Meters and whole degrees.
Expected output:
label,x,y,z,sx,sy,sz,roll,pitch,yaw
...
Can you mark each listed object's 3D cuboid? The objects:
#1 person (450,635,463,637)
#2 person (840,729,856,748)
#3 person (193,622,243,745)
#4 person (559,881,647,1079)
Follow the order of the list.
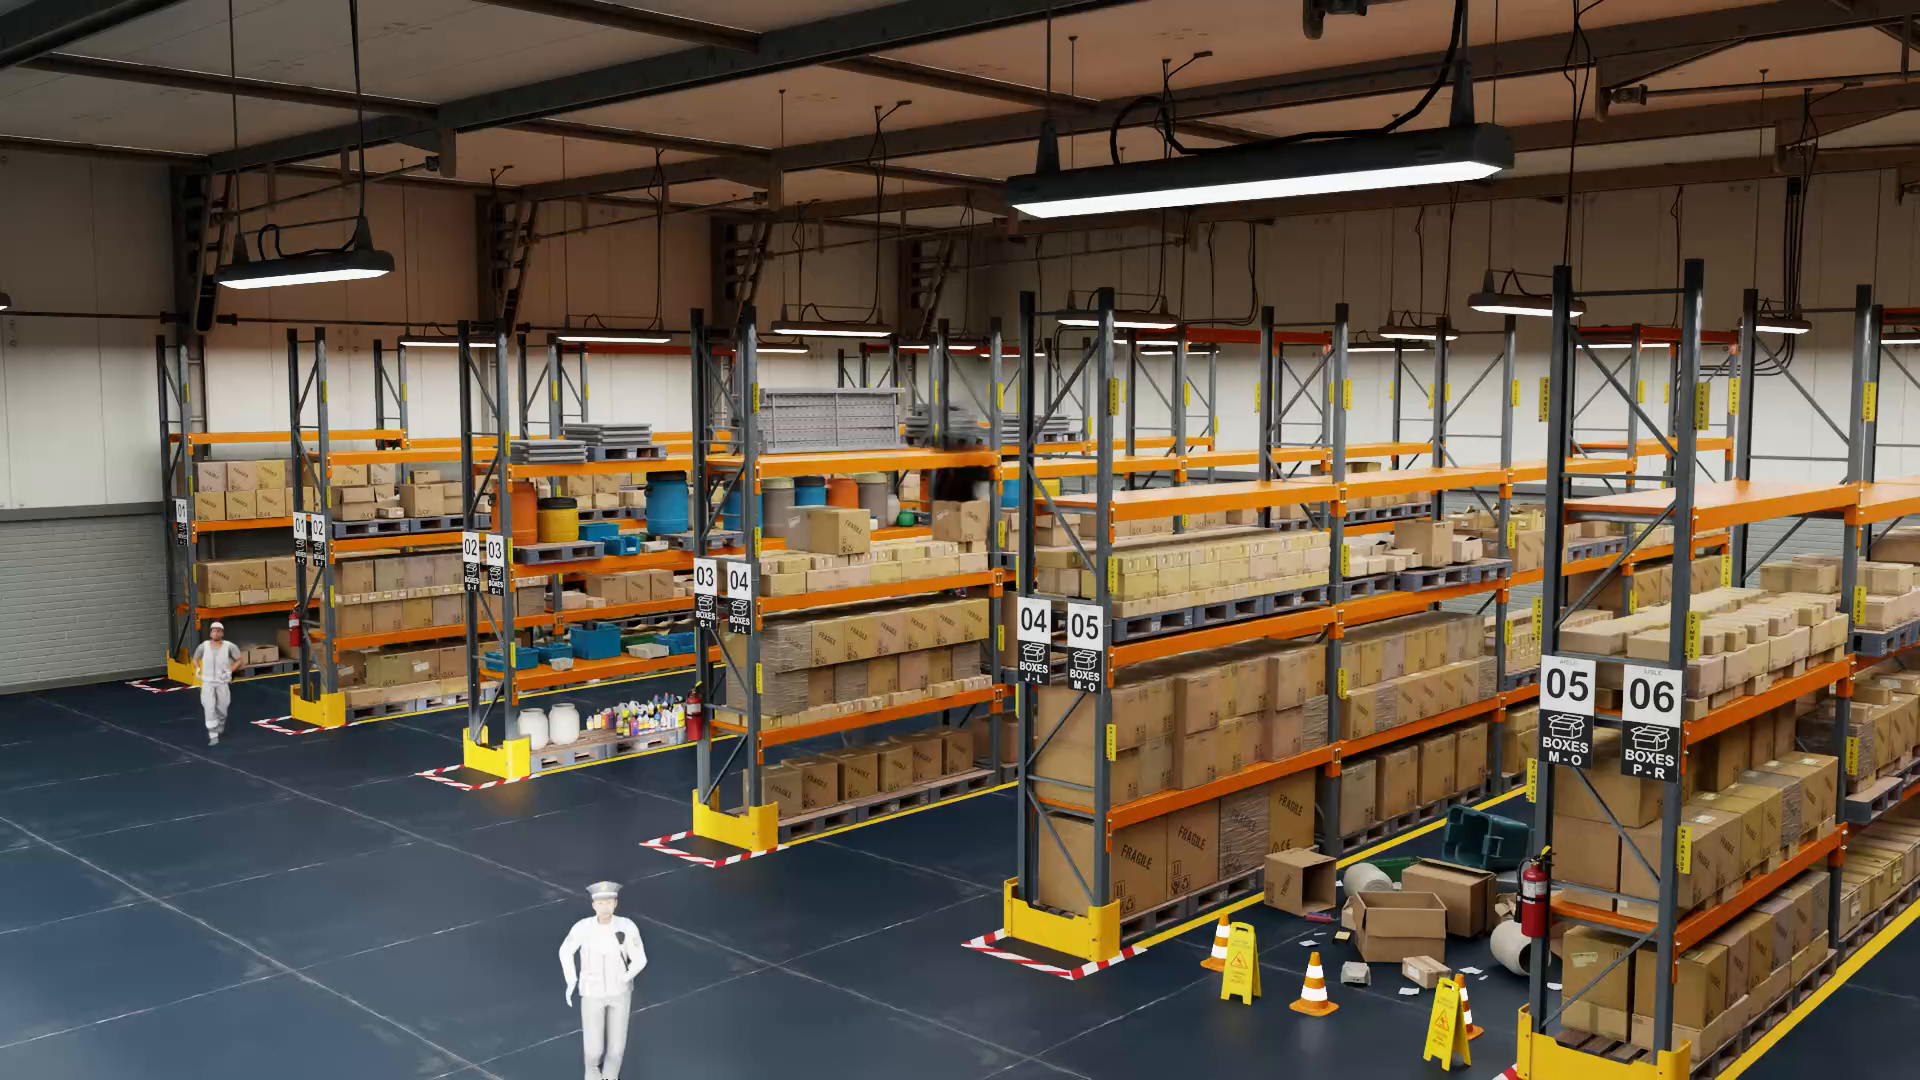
label,x,y,z,sx,sy,sz,roll,pitch,yaw
person,-8.720,1.574,28.758,0.718,1.763,1.024,4,7,37
person,-1.611,2.143,22.917,0.640,1.789,0.669,3,6,31
person,-10.750,2.057,24.098,0.674,1.756,0.679,-2,6,-18
person,-2.521,3.235,11.790,0.605,1.656,0.535,-1,6,-14
